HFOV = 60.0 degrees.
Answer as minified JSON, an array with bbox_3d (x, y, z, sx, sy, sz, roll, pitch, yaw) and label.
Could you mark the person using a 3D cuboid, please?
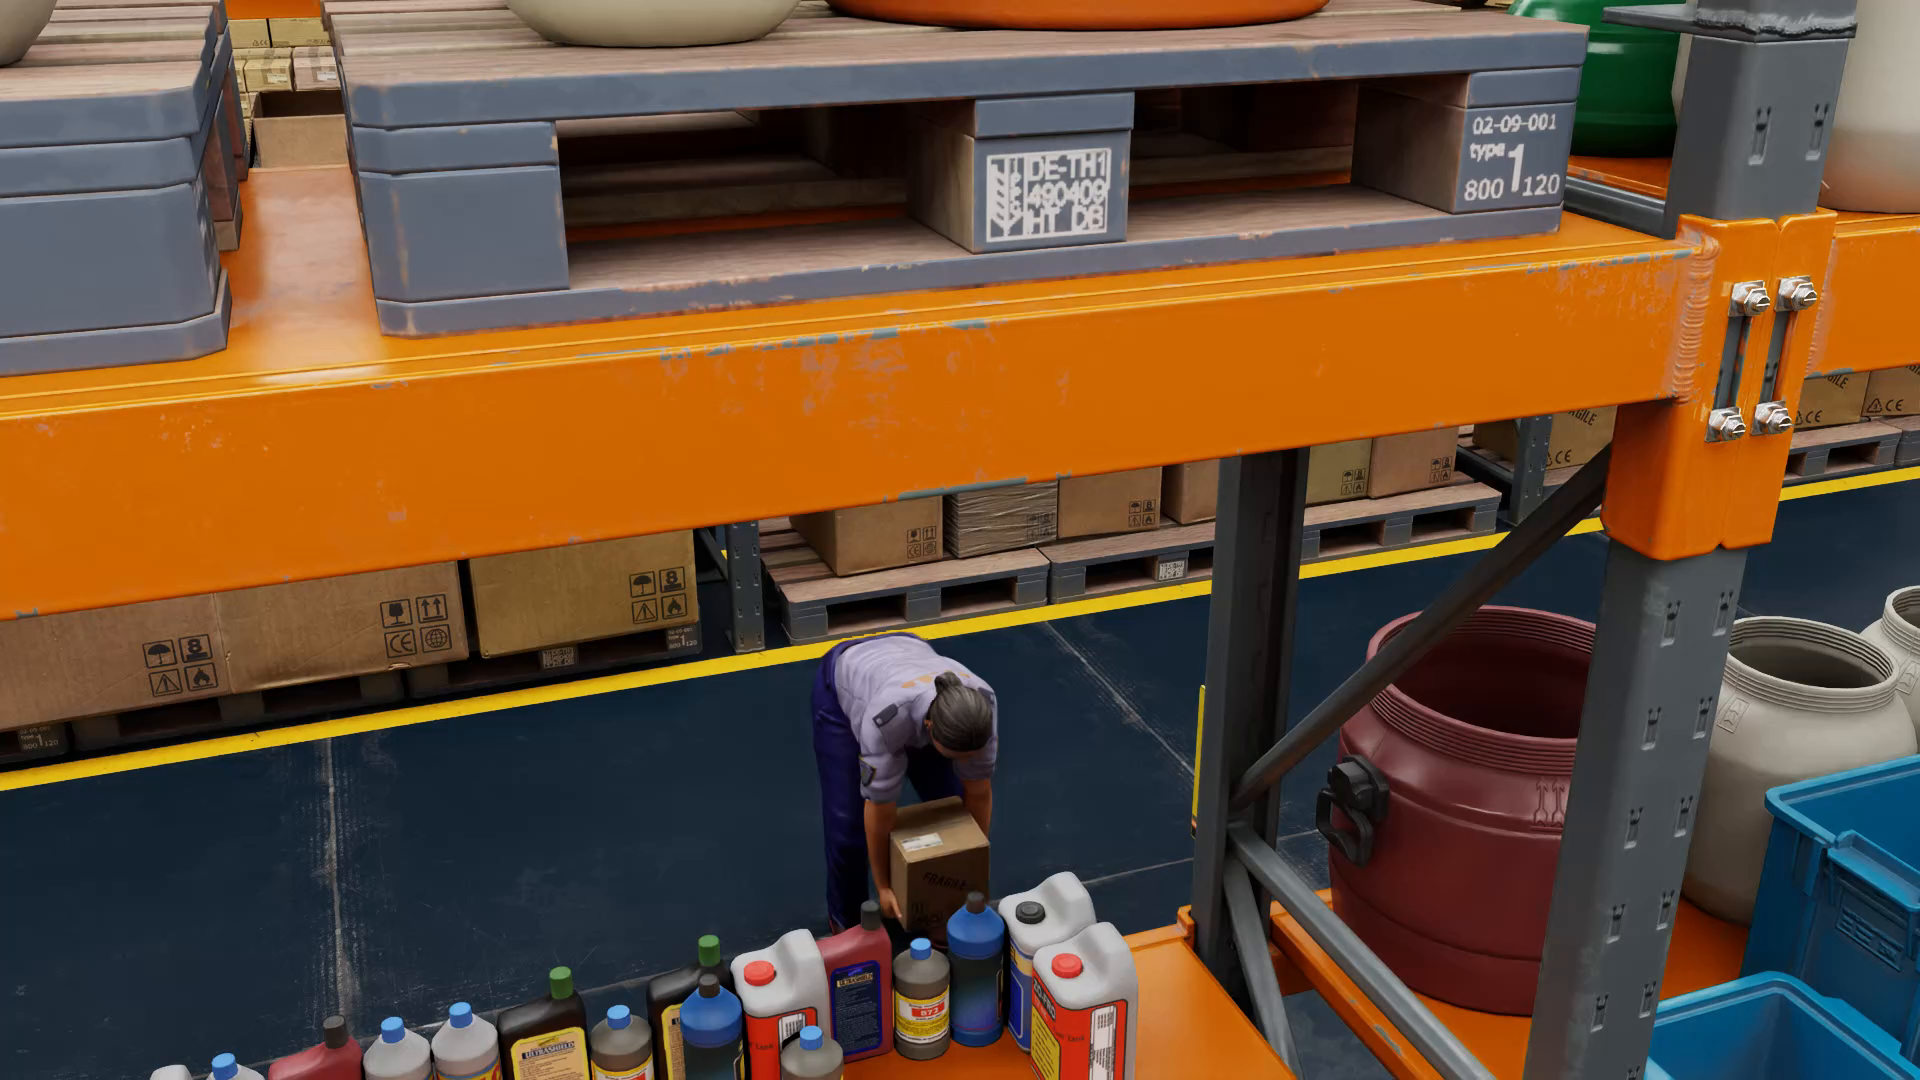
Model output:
[{"bbox_3d":[-0.134,0.793,4.866,0.466,1.153,0.889,-9,24,-21],"label":"person"}]
